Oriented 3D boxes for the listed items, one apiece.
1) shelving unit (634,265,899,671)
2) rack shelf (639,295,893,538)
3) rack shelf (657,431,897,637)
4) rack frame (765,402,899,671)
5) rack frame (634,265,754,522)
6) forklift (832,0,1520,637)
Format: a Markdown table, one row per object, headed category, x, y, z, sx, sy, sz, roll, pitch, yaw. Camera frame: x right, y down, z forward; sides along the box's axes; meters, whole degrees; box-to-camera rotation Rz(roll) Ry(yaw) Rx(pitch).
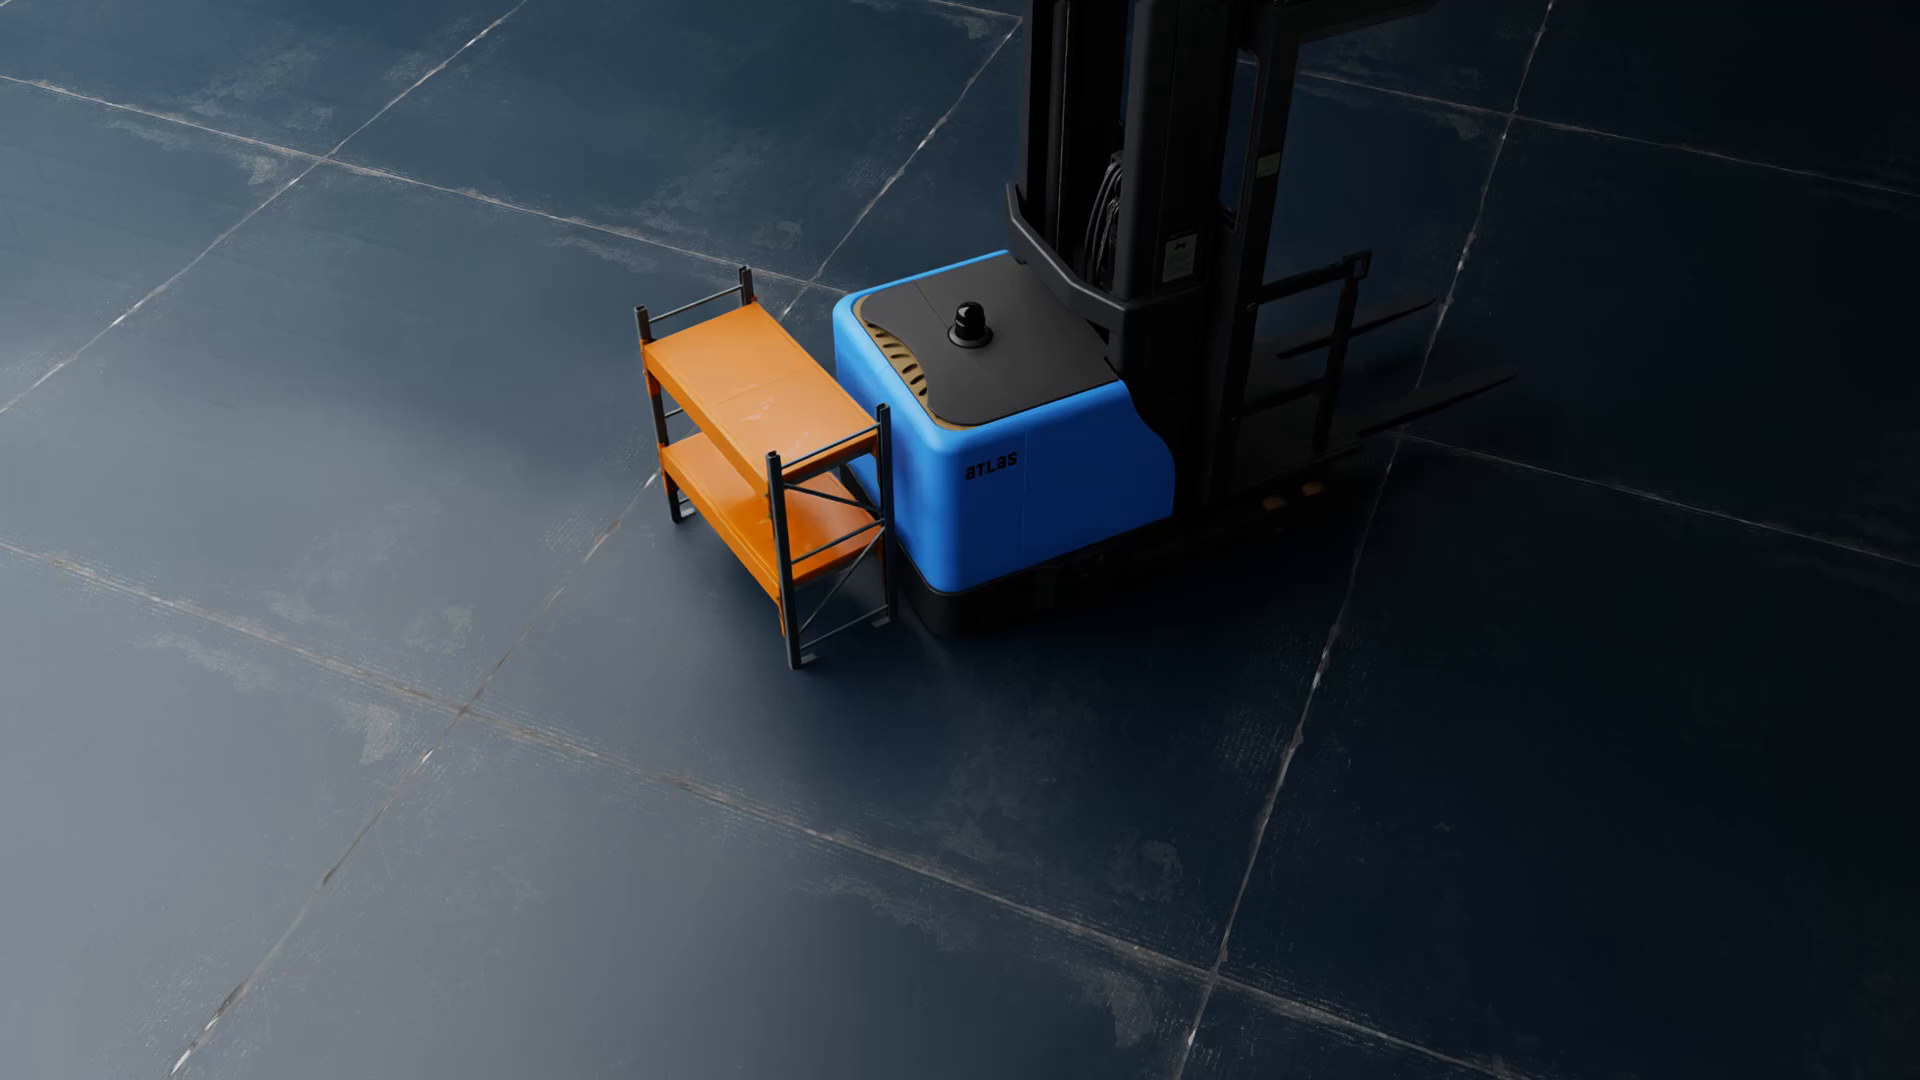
| category | x | y | z | sx | sy | sz | roll | pitch | yaw |
| --- | --- | --- | --- | --- | --- | --- | --- | --- | --- |
| shelving unit | -0.753 | -0.287 | 6.580 | 0.538 | 1.125 | 1.048 | -26 | 50 | -24 |
| rack shelf | -0.753 | -0.495 | 6.374 | 0.538 | 0.278 | 1.000 | -26 | 50 | -24 |
| rack shelf | -0.753 | -0.114 | 6.753 | 0.538 | 0.278 | 1.000 | -26 | 50 | -24 |
| rack frame | -0.465 | 0.008 | 6.283 | 0.500 | 1.125 | 0.032 | -26 | 50 | -24 |
| rack frame | -1.040 | -0.583 | 6.877 | 0.500 | 1.125 | 0.032 | -26 | 50 | -24 |
| forklift | 1.038 | -1.384 | 6.401 | 3.031 | 2.935 | 1.130 | -19 | 48 | -18 |
